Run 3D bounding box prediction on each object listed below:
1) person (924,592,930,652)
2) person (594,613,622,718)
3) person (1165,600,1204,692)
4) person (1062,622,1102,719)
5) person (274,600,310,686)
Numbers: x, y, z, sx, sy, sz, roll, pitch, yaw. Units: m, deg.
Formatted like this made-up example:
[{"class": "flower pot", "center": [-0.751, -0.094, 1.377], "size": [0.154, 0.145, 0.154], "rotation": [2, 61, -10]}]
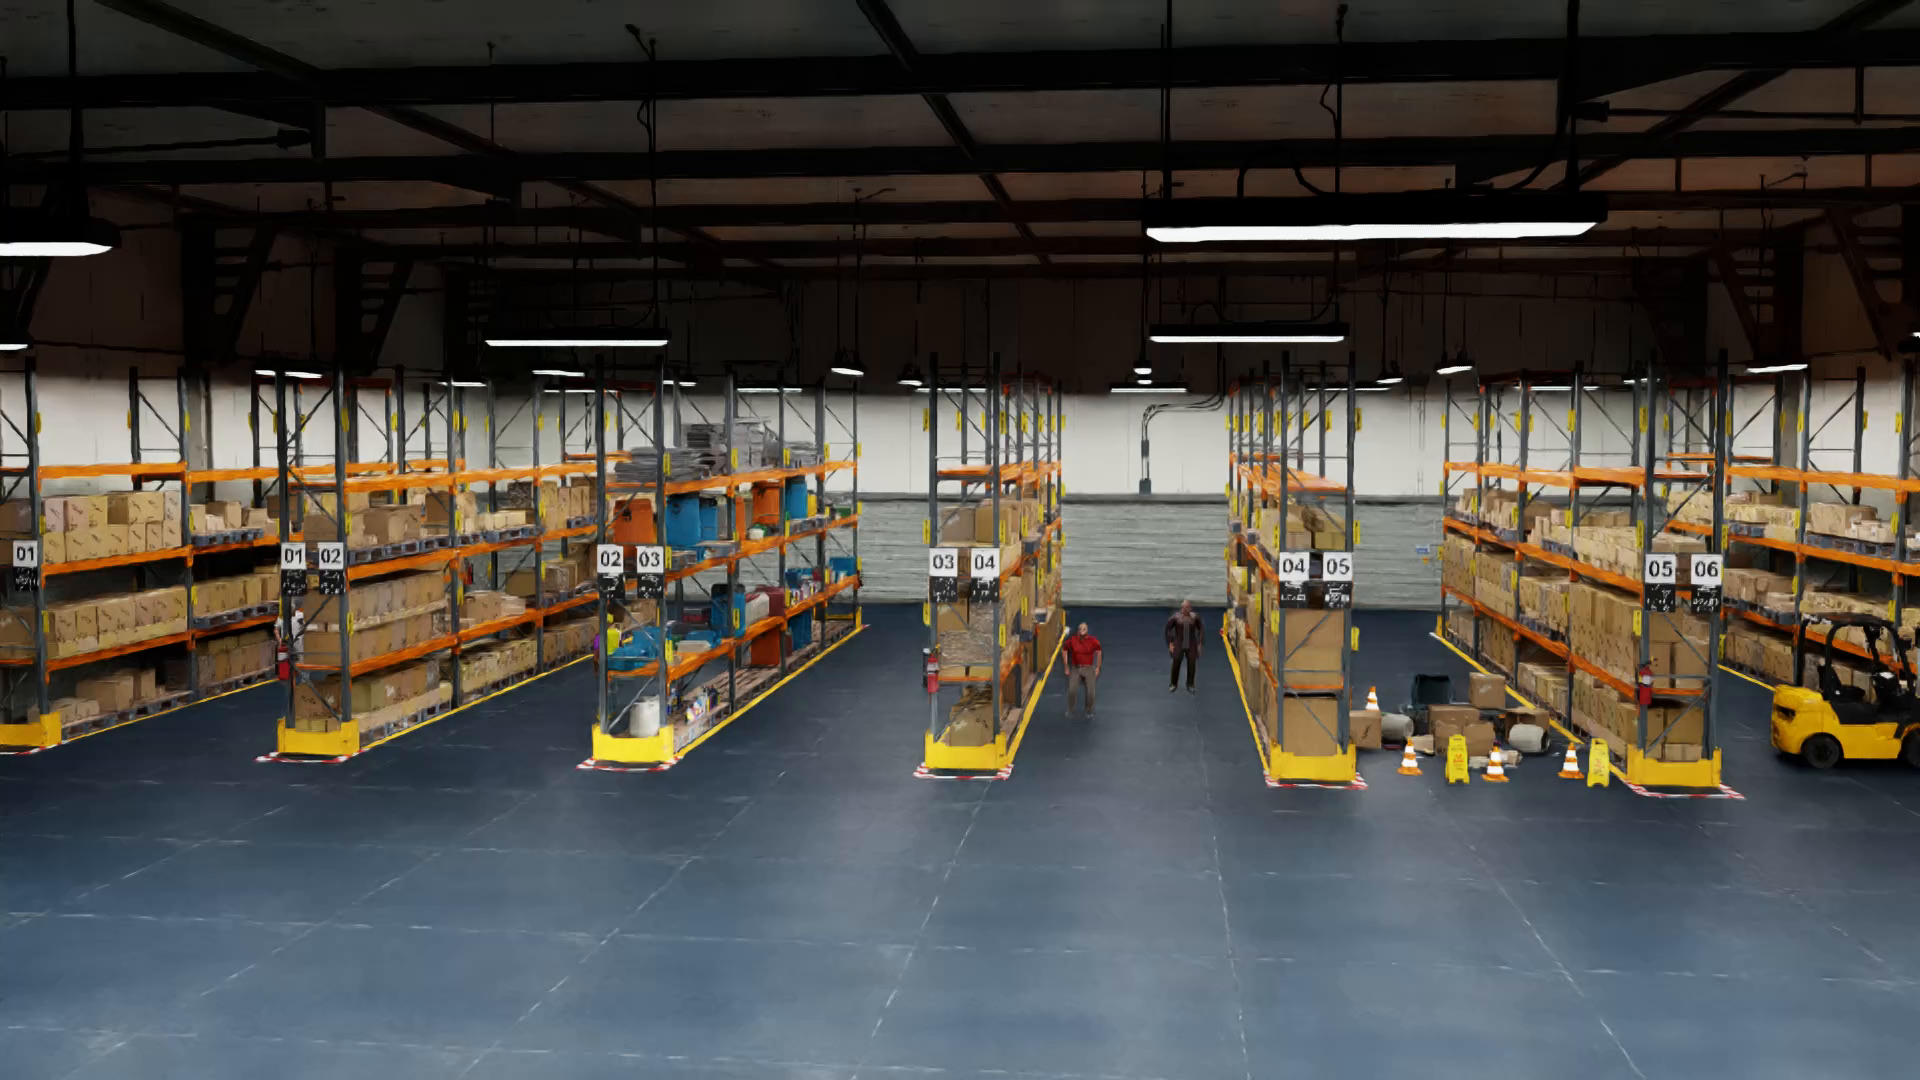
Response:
[{"class": "person", "center": [-0.570, 1.622, 35.800], "size": [0.582, 1.664, 0.582], "rotation": [2, 5, 26]}, {"class": "person", "center": [-6.008, 2.111, 28.193], "size": [0.502, 1.764, 0.624], "rotation": [3, 5, 37]}, {"class": "person", "center": [4.155, 1.964, 30.796], "size": [0.729, 1.733, 0.538], "rotation": [0, 4, 5]}, {"class": "person", "center": [2.053, 2.211, 27.994], "size": [0.682, 1.636, 0.535], "rotation": [0, 4, 4]}, {"class": "person", "center": [-12.504, 1.938, 31.280], "size": [0.700, 1.685, 0.863], "rotation": [-1, 4, -10]}]
